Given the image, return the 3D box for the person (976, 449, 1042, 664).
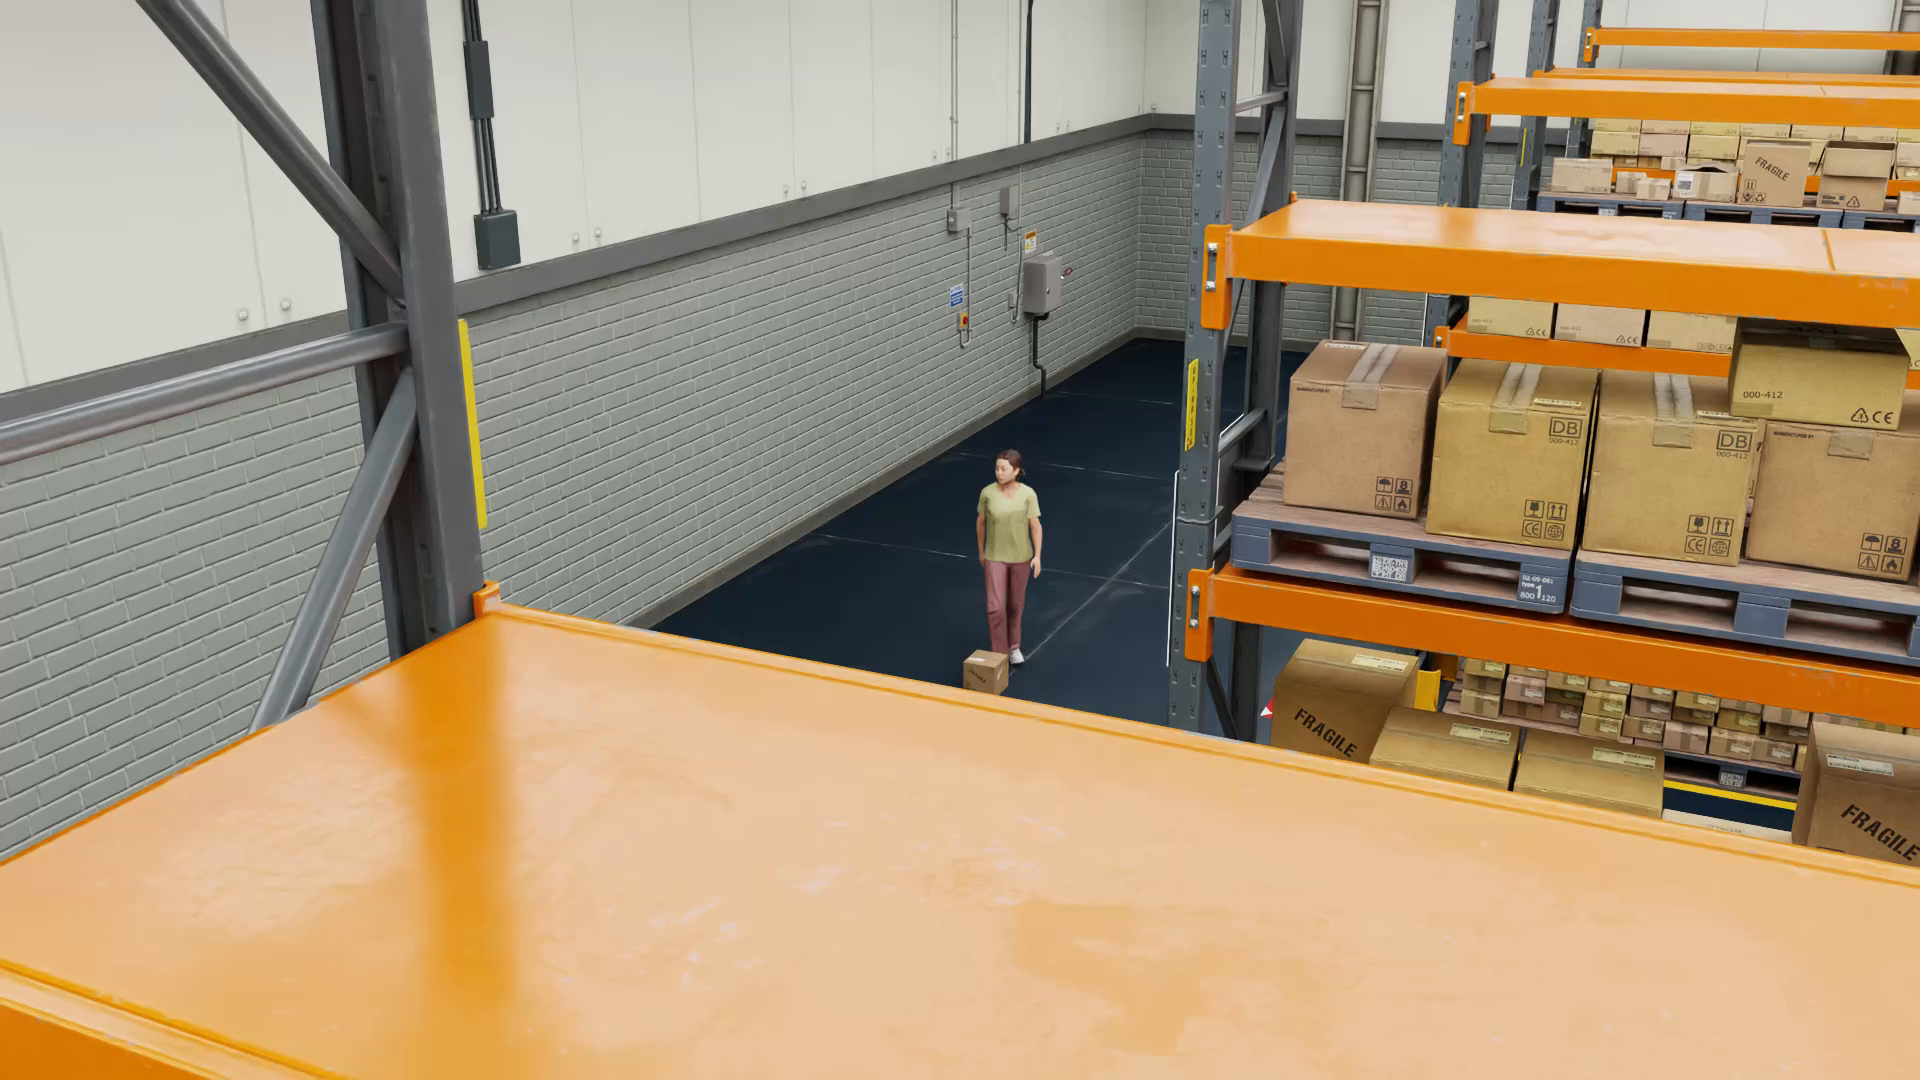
[{"bbox_3d":[0.366,0.200,12.198,0.470,1.721,0.644,-1,19,-2],"label":"person"}]
